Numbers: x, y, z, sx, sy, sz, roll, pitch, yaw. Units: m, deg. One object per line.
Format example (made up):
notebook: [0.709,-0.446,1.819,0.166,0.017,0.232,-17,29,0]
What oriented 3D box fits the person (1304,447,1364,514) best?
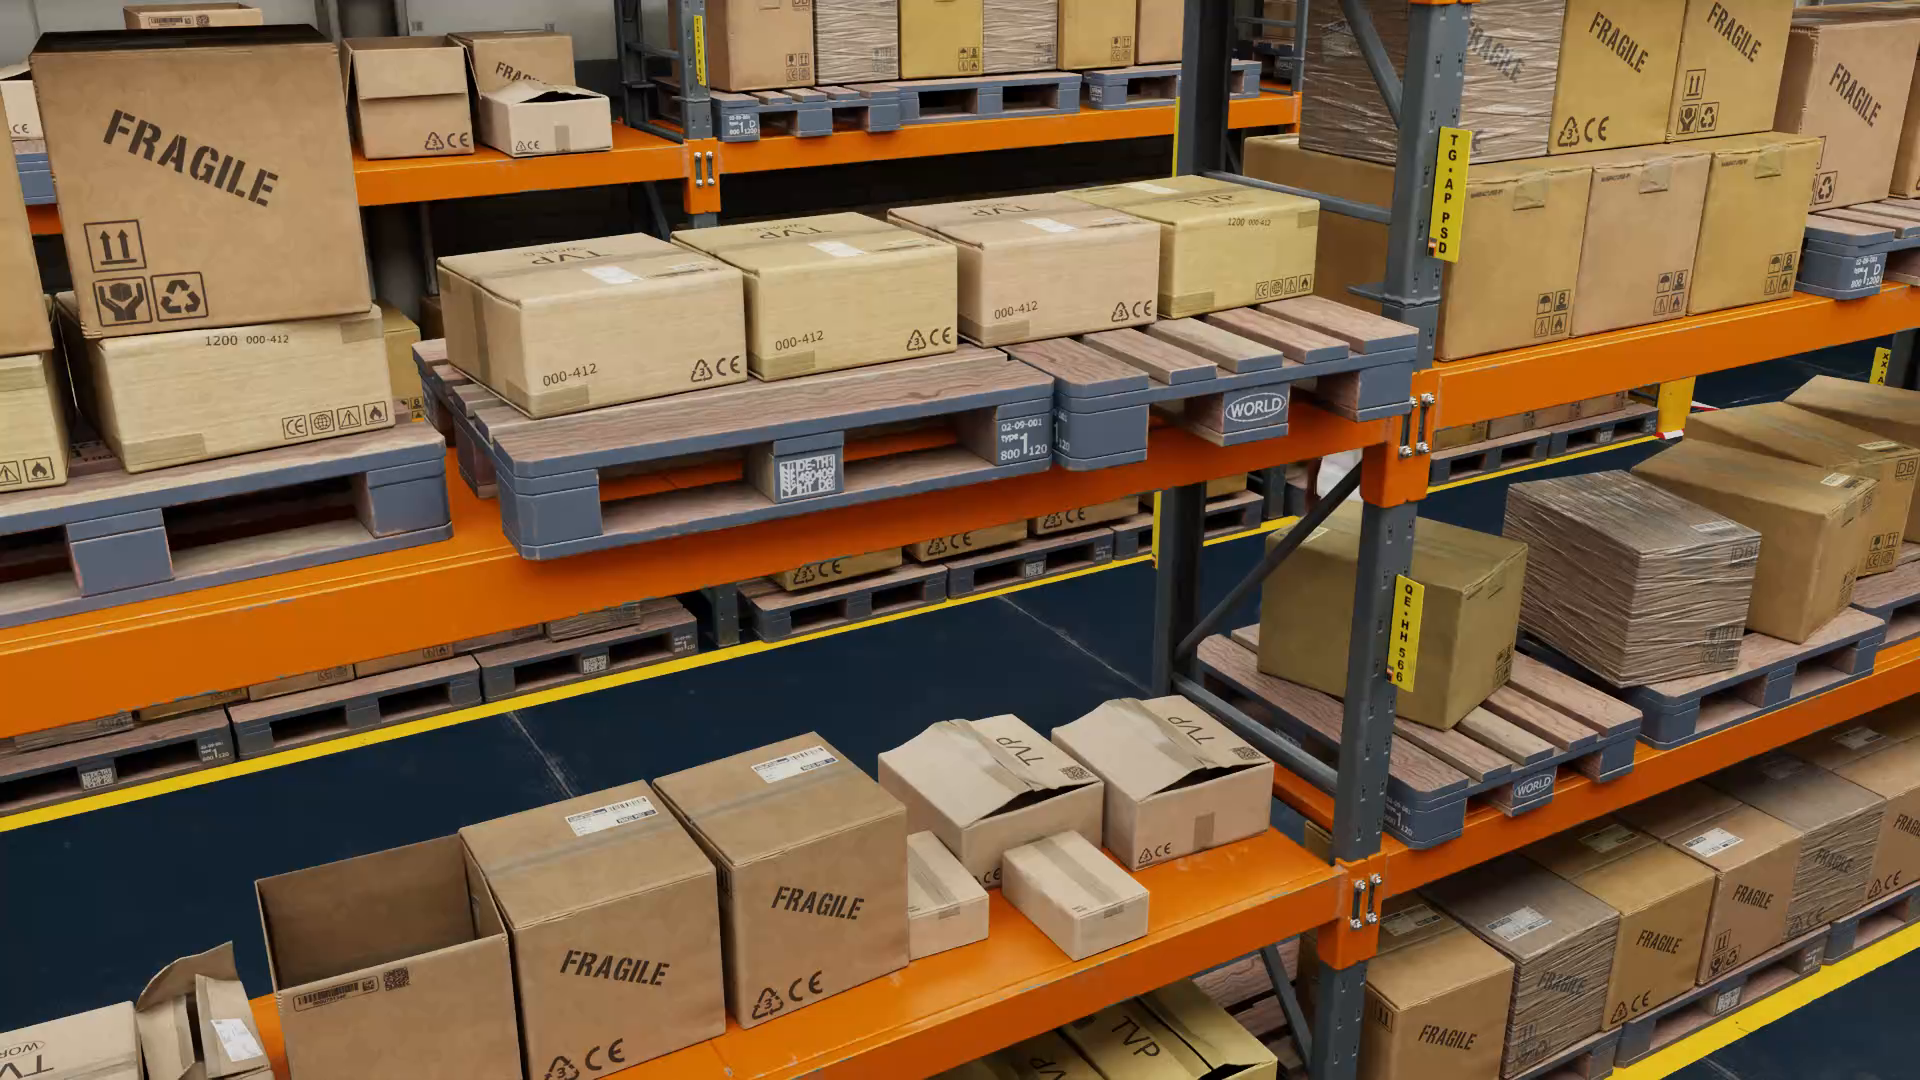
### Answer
person: [2.196,-0.233,9.113,0.468,1.794,0.599,-13,25,-30]
